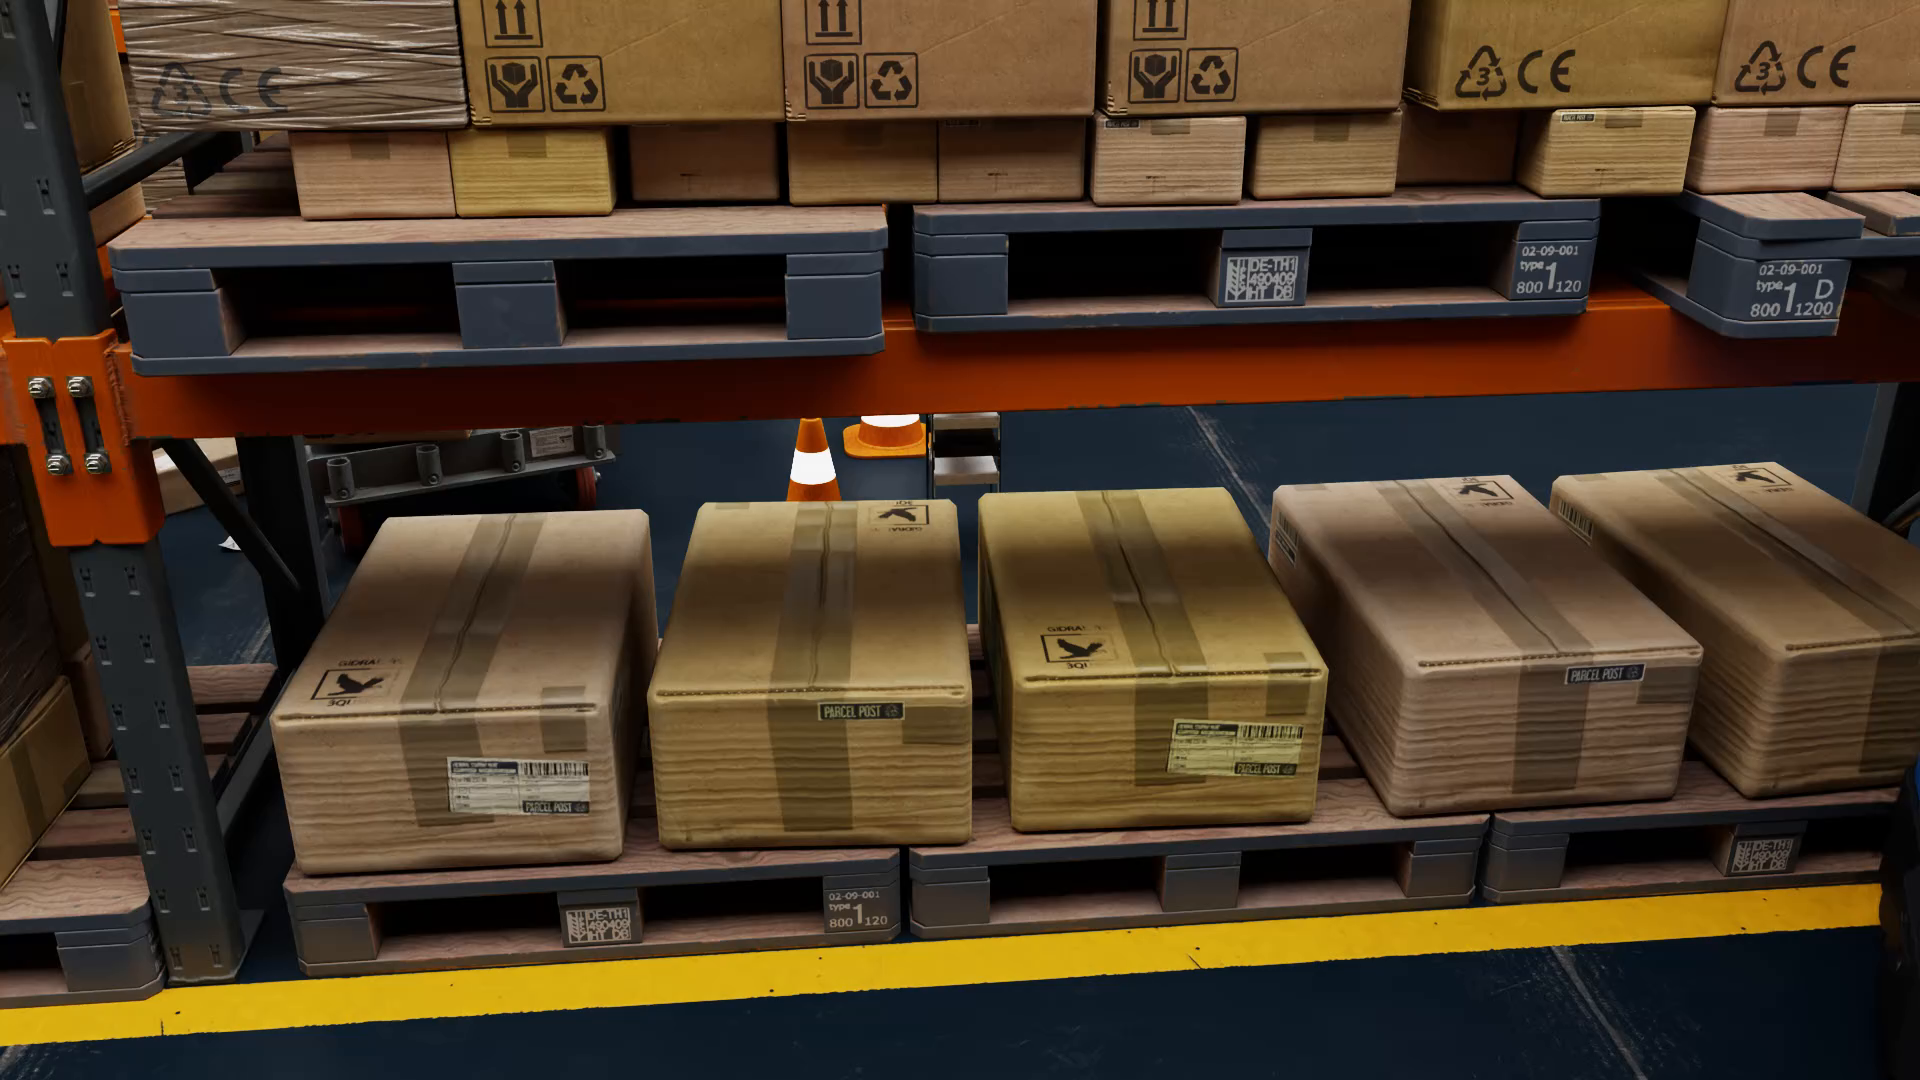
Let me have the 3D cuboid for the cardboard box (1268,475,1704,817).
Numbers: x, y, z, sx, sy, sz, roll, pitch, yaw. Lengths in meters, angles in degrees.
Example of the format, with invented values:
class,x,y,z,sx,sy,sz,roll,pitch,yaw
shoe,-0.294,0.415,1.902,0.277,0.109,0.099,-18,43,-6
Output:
class,x,y,z,sx,sy,sz,roll,pitch,yaw
cardboard box,1.142,0.205,3.814,0.625,0.372,0.950,-3,24,-6

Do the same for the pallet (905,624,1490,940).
class,x,y,z,sx,sy,sz,roll,pitch,yaw
pallet,0.450,0.497,3.872,1.213,0.211,1.003,-2,24,-5

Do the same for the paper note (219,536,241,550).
class,x,y,z,sx,sy,sz,roll,pitch,yaw
paper note,-2.237,-0.007,5.228,0.142,0.019,0.148,-2,24,-5

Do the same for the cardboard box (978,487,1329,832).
class,x,y,z,sx,sy,sz,roll,pitch,yaw
cardboard box,0.387,0.233,3.751,0.625,0.372,0.950,-2,24,-3

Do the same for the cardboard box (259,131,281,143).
class,x,y,z,sx,sy,sz,roll,pitch,yaw
cardboard box,-2.762,-1.916,7.967,0.875,0.875,0.875,-2,24,-4

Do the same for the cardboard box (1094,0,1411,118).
class,x,y,z,sx,sy,sz,roll,pitch,yaw
cardboard box,0.455,-1.031,2.870,0.500,0.500,0.500,-3,24,-7

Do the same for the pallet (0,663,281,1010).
class,x,y,z,sx,sy,sz,roll,pitch,yaw
pallet,-2.207,0.620,3.595,1.213,0.211,1.003,-2,24,-5

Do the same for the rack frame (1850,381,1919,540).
class,x,y,z,sx,sy,sz,roll,pitch,yaw
rack frame,2.439,-0.855,3.481,0.127,3.000,1.000,-2,24,-5

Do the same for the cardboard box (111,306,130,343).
class,x,y,z,sx,sy,sz,roll,pitch,yaw
cardboard box,-3.093,-0.591,5.793,0.503,0.637,0.797,-2,24,-5

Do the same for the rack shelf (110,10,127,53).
class,x,y,z,sx,sy,sz,roll,pitch,yaw
rack shelf,-4.119,-2.284,7.580,4.000,0.370,1.077,-2,24,-5

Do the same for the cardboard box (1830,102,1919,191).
class,x,y,z,sx,sy,sz,roll,pitch,yaw
cardboard box,1.630,-0.756,3.050,0.250,0.149,0.380,-2,24,-6

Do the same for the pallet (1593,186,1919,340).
class,x,y,z,sx,sy,sz,roll,pitch,yaw
pallet,1.740,-0.696,3.359,1.003,0.211,1.213,-2,24,-5

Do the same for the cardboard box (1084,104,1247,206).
class,x,y,z,sx,sy,sz,roll,pitch,yaw
cardboard box,0.339,-0.708,2.941,0.250,0.149,0.380,-1,24,-3

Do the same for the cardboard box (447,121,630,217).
class,x,y,z,sx,sy,sz,roll,pitch,yaw
cardboard box,-0.711,-0.673,2.864,0.250,0.149,0.380,-2,24,-4

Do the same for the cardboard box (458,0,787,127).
class,x,y,z,sx,sy,sz,roll,pitch,yaw
cardboard box,-0.549,-0.992,2.782,0.500,0.500,0.500,-2,24,-5

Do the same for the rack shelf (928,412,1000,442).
class,x,y,z,sx,sy,sz,roll,pitch,yaw
rack shelf,0.008,-0.381,5.081,0.200,0.077,0.258,-2,24,-5

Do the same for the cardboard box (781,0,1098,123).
class,x,y,z,sx,sy,sz,roll,pitch,yaw
cardboard box,-0.055,-1.006,2.814,0.500,0.500,0.500,-2,24,-5

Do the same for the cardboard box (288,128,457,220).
class,x,y,z,sx,sy,sz,roll,pitch,yaw
cardboard box,-0.961,-0.667,2.850,0.250,0.149,0.380,-2,24,-4

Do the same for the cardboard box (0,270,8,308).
class,x,y,z,sx,sy,sz,roll,pitch,yaw
cardboard box,-1.832,-0.445,2.867,0.250,0.149,0.380,-3,24,-6

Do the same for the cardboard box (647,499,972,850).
class,x,y,z,sx,sy,sz,roll,pitch,yaw
cardboard box,-0.305,0.261,3.687,0.625,0.372,0.950,-1,24,-2

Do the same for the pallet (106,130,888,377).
class,x,y,z,sx,sy,sz,roll,pitch,yaw
pallet,-0.767,-0.580,3.097,1.213,0.211,1.003,-2,24,-5

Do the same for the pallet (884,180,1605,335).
class,x,y,z,sx,sy,sz,roll,pitch,yaw
pallet,0.473,-0.672,3.305,1.213,0.211,1.003,-2,24,-5

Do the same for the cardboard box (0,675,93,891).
class,x,y,z,sx,sy,sz,roll,pitch,yaw
cardboard box,-2.104,0.501,3.297,0.500,0.250,0.500,-1,24,-3

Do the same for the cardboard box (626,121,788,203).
class,x,y,z,sx,sy,sz,roll,pitch,yaw
cardboard box,-0.437,-0.716,2.959,0.250,0.149,0.380,-1,24,-2

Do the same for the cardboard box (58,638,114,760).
class,x,y,z,sx,sy,sz,roll,pitch,yaw
cardboard box,-2.155,0.284,3.787,0.500,0.250,0.500,-3,24,-8

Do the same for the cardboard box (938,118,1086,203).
class,x,y,z,sx,sy,sz,roll,pitch,yaw
cardboard box,0.070,-0.718,2.965,0.250,0.149,0.380,-2,24,-5

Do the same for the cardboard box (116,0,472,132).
class,x,y,z,sx,sy,sz,roll,pitch,yaw
cardboard box,-1.047,-0.972,2.737,0.500,0.500,0.500,-2,24,-4

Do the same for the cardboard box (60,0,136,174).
class,x,y,z,sx,sy,sz,roll,pitch,yaw
cardboard box,-2.007,-0.972,3.255,0.500,0.500,0.500,-2,24,-5

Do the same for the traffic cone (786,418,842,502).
class,x,y,z,sx,sy,sz,roll,pitch,yaw
traffic cone,-0.445,-0.152,5.021,0.334,0.463,0.336,-2,24,-5

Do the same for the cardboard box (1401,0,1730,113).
class,x,y,z,sx,sy,sz,roll,pitch,yaw
cardboard box,0.998,-1.052,2.918,0.500,0.500,0.500,-4,24,-9

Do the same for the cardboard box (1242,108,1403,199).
class,x,y,z,sx,sy,sz,roll,pitch,yaw
cardboard box,0.602,-0.730,2.992,0.250,0.149,0.380,-3,24,-7

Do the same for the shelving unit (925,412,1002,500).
class,x,y,z,sx,sy,sz,roll,pitch,yaw
shelving unit,0.008,-0.412,5.068,0.210,0.900,0.258,-2,24,-5

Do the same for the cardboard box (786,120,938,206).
class,x,y,z,sx,sy,sz,roll,pitch,yaw
cardboard box,-0.177,-0.709,2.944,0.250,0.149,0.380,-2,24,-4

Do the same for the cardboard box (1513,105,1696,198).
class,x,y,z,sx,sy,sz,roll,pitch,yaw
cardboard box,1.106,-0.732,2.997,0.250,0.149,0.380,-2,24,-4

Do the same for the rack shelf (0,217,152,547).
class,x,y,z,sx,sy,sz,roll,pitch,yaw
rack shelf,-3.532,-0.287,3.088,4.000,0.370,1.077,-2,24,-5

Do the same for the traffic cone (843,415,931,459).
class,x,y,z,sx,sy,sz,roll,pitch,yaw
traffic cone,-0.255,-0.567,5.957,0.334,0.463,0.336,-2,24,-5

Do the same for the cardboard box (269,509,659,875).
class,x,y,z,sx,sy,sz,roll,pitch,yaw
cardboard box,-1.020,0.291,3.619,0.625,0.372,0.950,-2,24,-4

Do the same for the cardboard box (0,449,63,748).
class,x,y,z,sx,sy,sz,roll,pitch,yaw
cardboard box,-2.104,0.159,3.145,0.500,0.500,0.500,-3,24,-6

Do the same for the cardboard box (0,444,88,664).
class,x,y,z,sx,sy,sz,roll,pitch,yaw
cardboard box,-2.155,-0.059,3.635,0.500,0.500,0.500,-1,24,-3

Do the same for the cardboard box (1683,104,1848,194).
class,x,y,z,sx,sy,sz,roll,pitch,yaw
cardboard box,1.379,-0.749,3.035,0.250,0.149,0.380,-3,24,-8

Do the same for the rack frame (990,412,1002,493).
class,x,y,z,sx,sy,sz,roll,pitch,yaw
rack frame,0.109,-0.416,5.077,0.006,0.900,0.240,-2,24,-5

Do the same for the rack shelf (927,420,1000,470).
class,x,y,z,sx,sy,sz,roll,pitch,yaw
rack shelf,0.008,-0.299,5.118,0.200,0.077,0.258,-2,24,-5

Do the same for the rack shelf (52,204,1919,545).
class,x,y,z,sx,sy,sz,roll,pitch,yaw
rack shelf,0.449,-0.447,3.447,4.000,0.370,1.077,-2,24,-5

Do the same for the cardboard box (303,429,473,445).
class,x,y,z,sx,sy,sz,roll,pitch,yaw
cardboard box,-1.747,-0.618,5.091,0.500,0.500,0.500,-2,24,-5

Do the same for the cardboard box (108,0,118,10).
class,x,y,z,sx,sy,sz,roll,pitch,yaw
cardboard box,-3.589,-2.736,7.528,0.550,0.550,0.875,-2,24,-5

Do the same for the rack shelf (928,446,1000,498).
class,x,y,z,sx,sy,sz,roll,pitch,yaw
rack shelf,0.008,-0.217,5.155,0.200,0.077,0.258,-2,24,-5

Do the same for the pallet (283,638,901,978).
class,x,y,z,sx,sy,sz,roll,pitch,yaw
pallet,-0.767,0.547,3.759,1.213,0.211,1.003,-2,24,-5

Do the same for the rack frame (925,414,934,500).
class,x,y,z,sx,sy,sz,roll,pitch,yaw
rack frame,-0.093,-0.407,5.059,0.006,0.900,0.240,-2,24,-5

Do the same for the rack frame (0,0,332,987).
class,x,y,z,sx,sy,sz,roll,pitch,yaw
rack frame,-1.542,-0.695,3.122,0.127,3.000,1.000,-2,24,-5

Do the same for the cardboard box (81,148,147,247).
class,x,y,z,sx,sy,sz,roll,pitch,yaw
cardboard box,-1.887,-0.698,3.436,0.250,0.149,0.380,-2,24,-5

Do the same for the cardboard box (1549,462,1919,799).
class,x,y,z,sx,sy,sz,roll,pitch,yaw
cardboard box,1.876,0.172,3.888,0.625,0.372,0.950,-4,24,-9

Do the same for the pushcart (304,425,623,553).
class,x,y,z,sx,sy,sz,roll,pitch,yaw
pushcart,-1.816,-0.417,5.723,0.936,0.377,1.648,-11,26,-23

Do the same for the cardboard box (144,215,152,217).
class,x,y,z,sx,sy,sz,roll,pitch,yaw
cardboard box,-3.573,-1.074,7.048,0.500,0.500,0.500,2,24,4

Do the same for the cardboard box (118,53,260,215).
class,x,y,z,sx,sy,sz,roll,pitch,yaw
cardboard box,-3.658,-1.879,7.883,0.875,0.875,0.875,-2,24,-5

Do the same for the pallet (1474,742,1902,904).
class,x,y,z,sx,sy,sz,roll,pitch,yaw
pallet,1.661,0.450,3.978,1.213,0.211,1.003,-2,24,-5

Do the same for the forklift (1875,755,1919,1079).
class,x,y,z,sx,sy,sz,roll,pitch,yaw
forklift,1.883,0.037,1.559,1.130,2.935,3.031,9,26,20

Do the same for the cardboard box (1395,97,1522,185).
class,x,y,z,sx,sy,sz,roll,pitch,yaw
cardboard box,0.844,-0.773,3.089,0.250,0.149,0.380,-2,24,-5

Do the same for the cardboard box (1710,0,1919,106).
class,x,y,z,sx,sy,sz,roll,pitch,yaw
cardboard box,1.500,-1.073,2.965,0.500,0.500,0.500,-3,24,-6

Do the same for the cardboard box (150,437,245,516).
class,x,y,z,sx,sy,sz,roll,pitch,yaw
cardboard box,-2.563,-0.281,5.555,0.258,0.266,0.396,22,32,40
